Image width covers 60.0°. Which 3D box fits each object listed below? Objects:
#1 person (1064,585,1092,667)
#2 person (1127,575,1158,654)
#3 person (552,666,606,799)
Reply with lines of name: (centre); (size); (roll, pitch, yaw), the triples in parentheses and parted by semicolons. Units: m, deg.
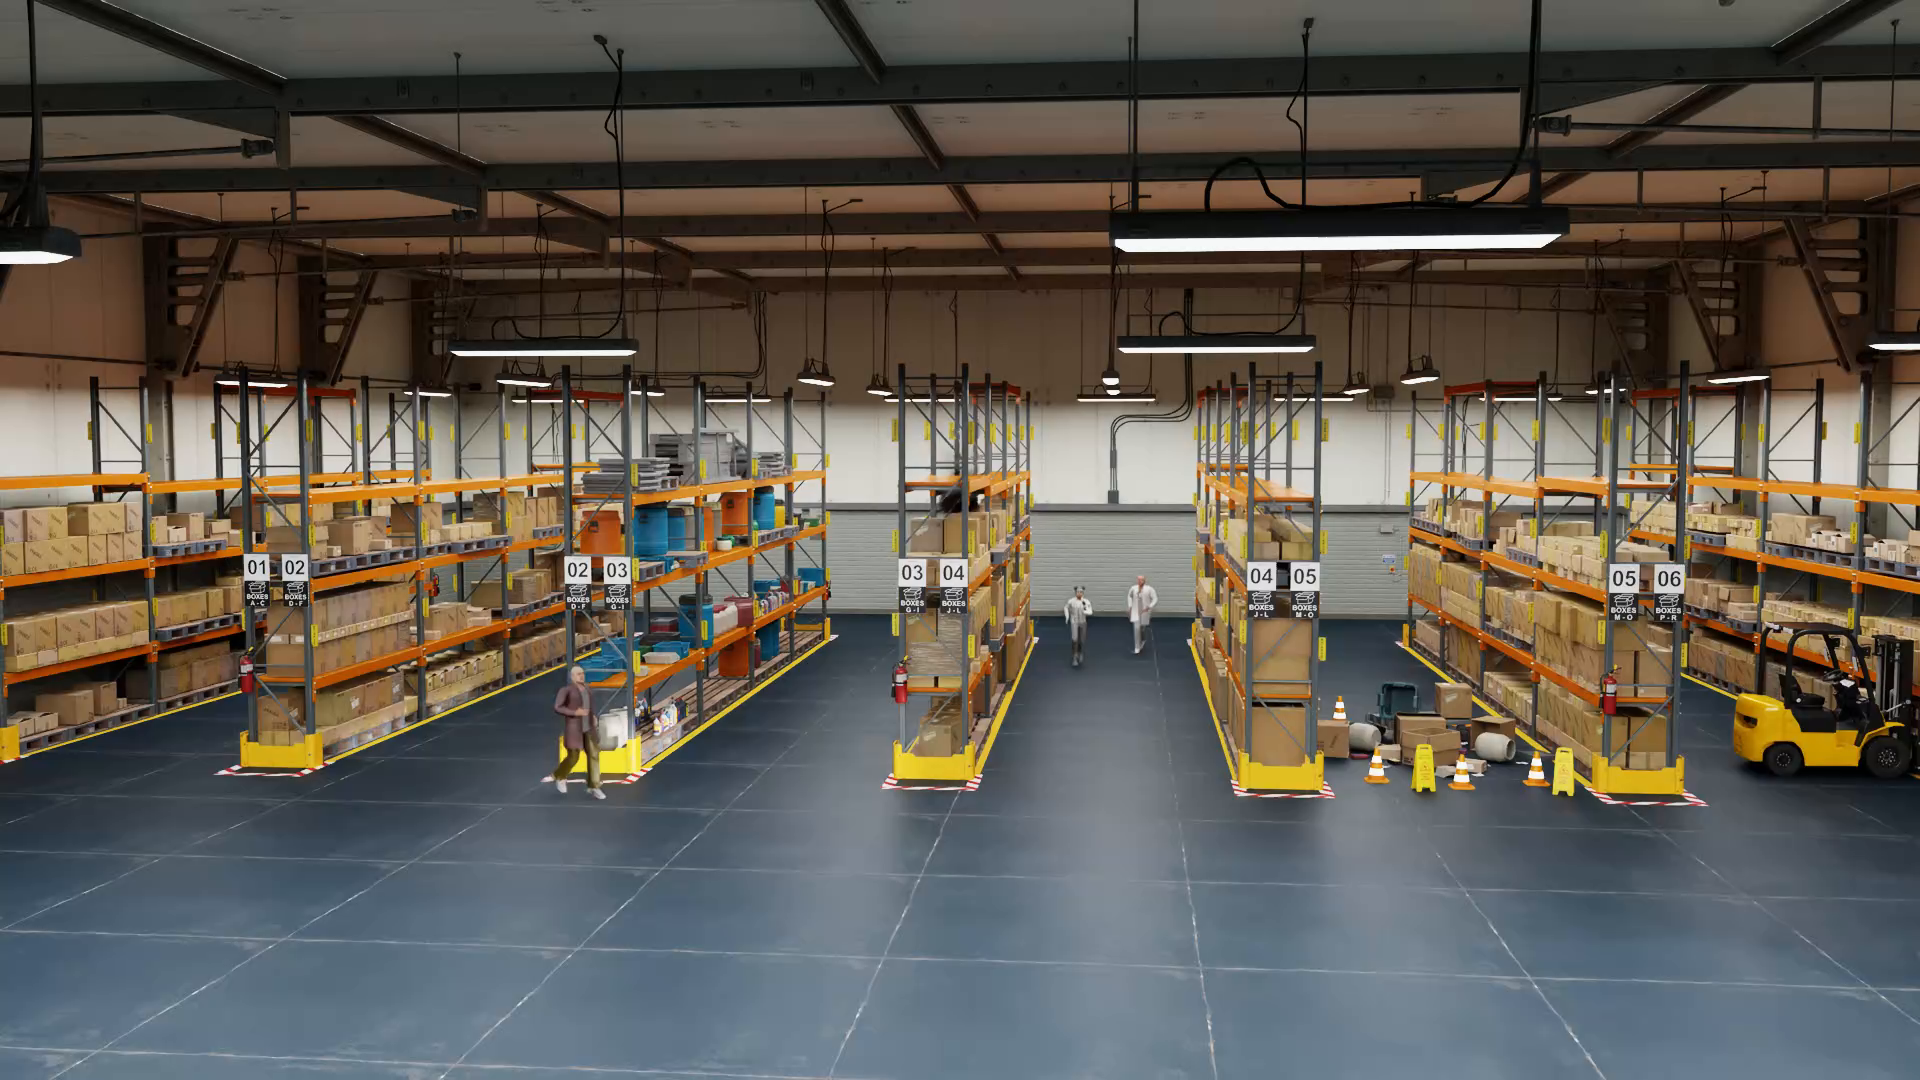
person: (2.565, 1.848, 35.979); (0.581, 1.753, 0.761); (0, 4, -1)
person: (4.150, 1.676, 37.900); (0.710, 1.763, 0.954); (1, 4, 14)
person: (-5.257, 2.636, 22.878); (0.940, 1.801, 0.717); (3, 5, 41)
